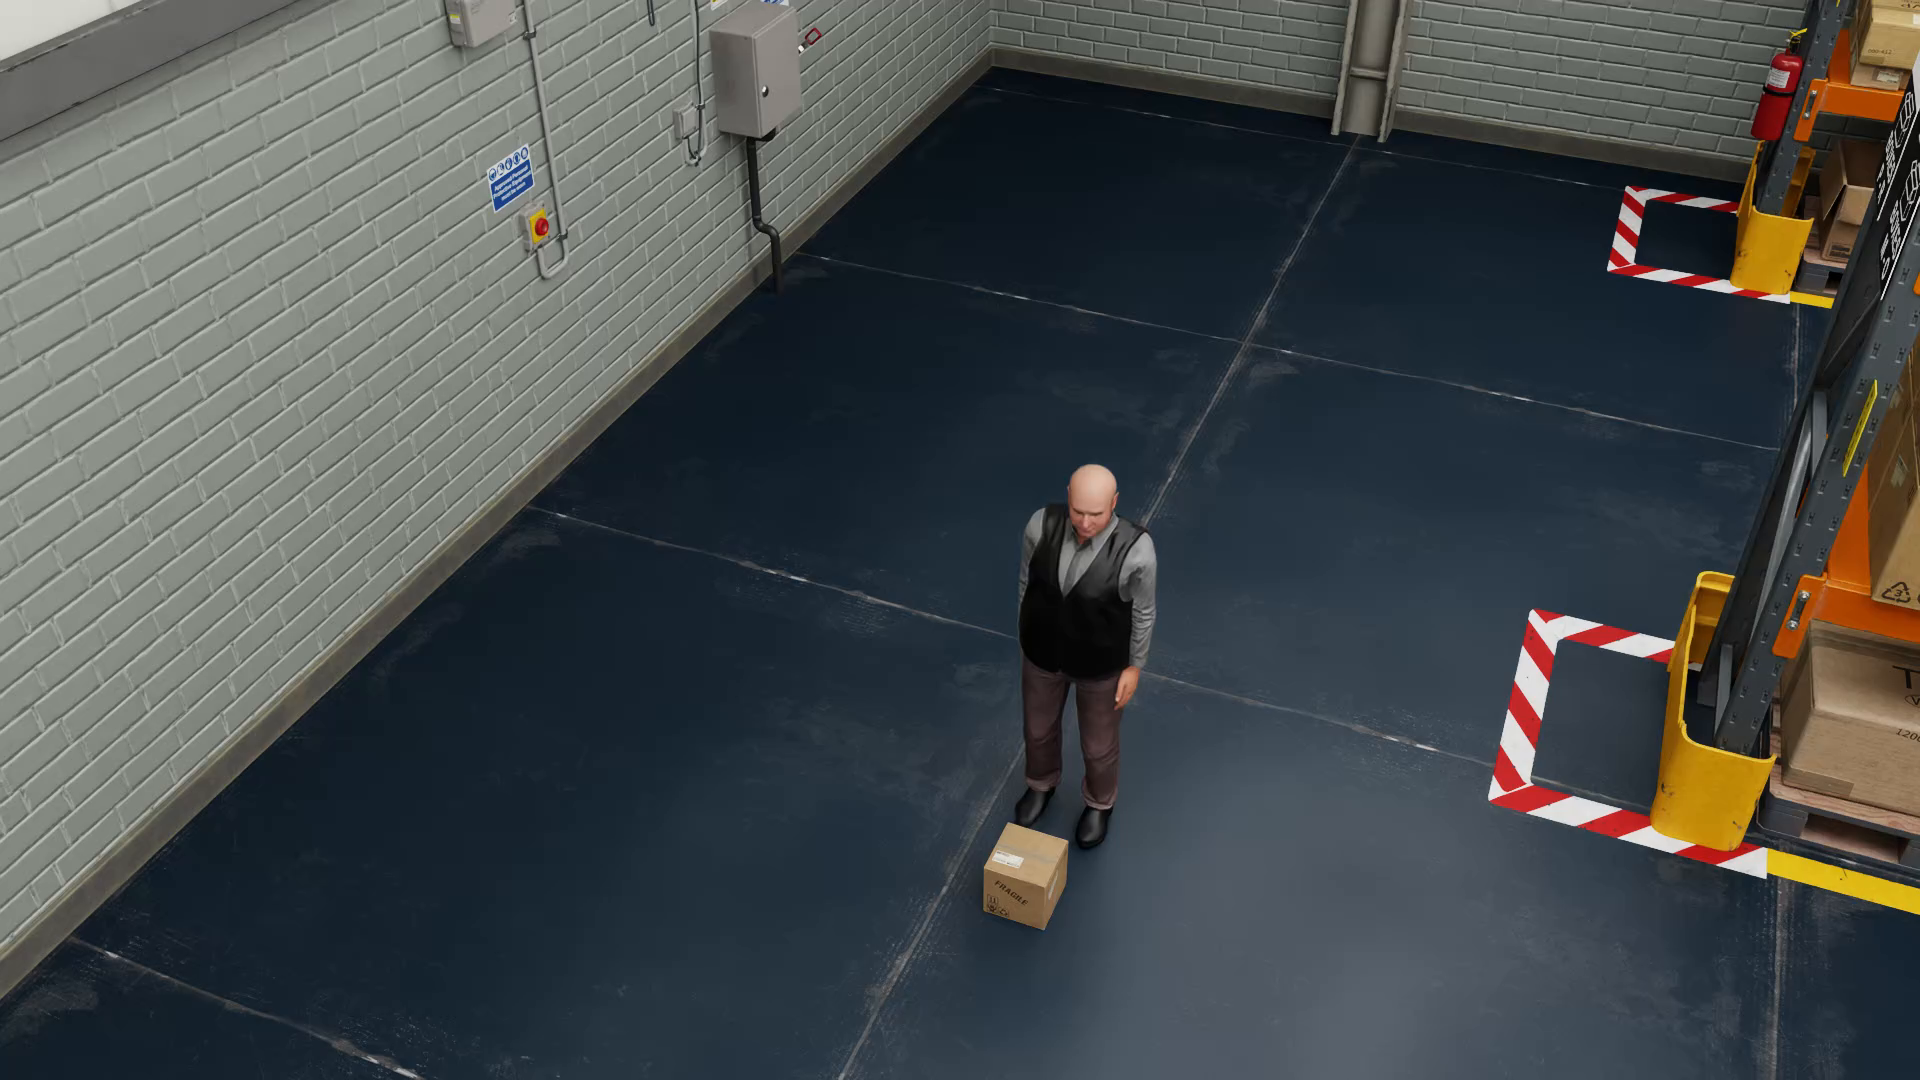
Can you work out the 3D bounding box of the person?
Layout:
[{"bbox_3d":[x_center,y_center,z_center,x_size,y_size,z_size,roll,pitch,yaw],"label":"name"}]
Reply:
[{"bbox_3d":[0.455,0.445,6.267,0.533,1.718,0.344,15,40,19],"label":"person"}]
